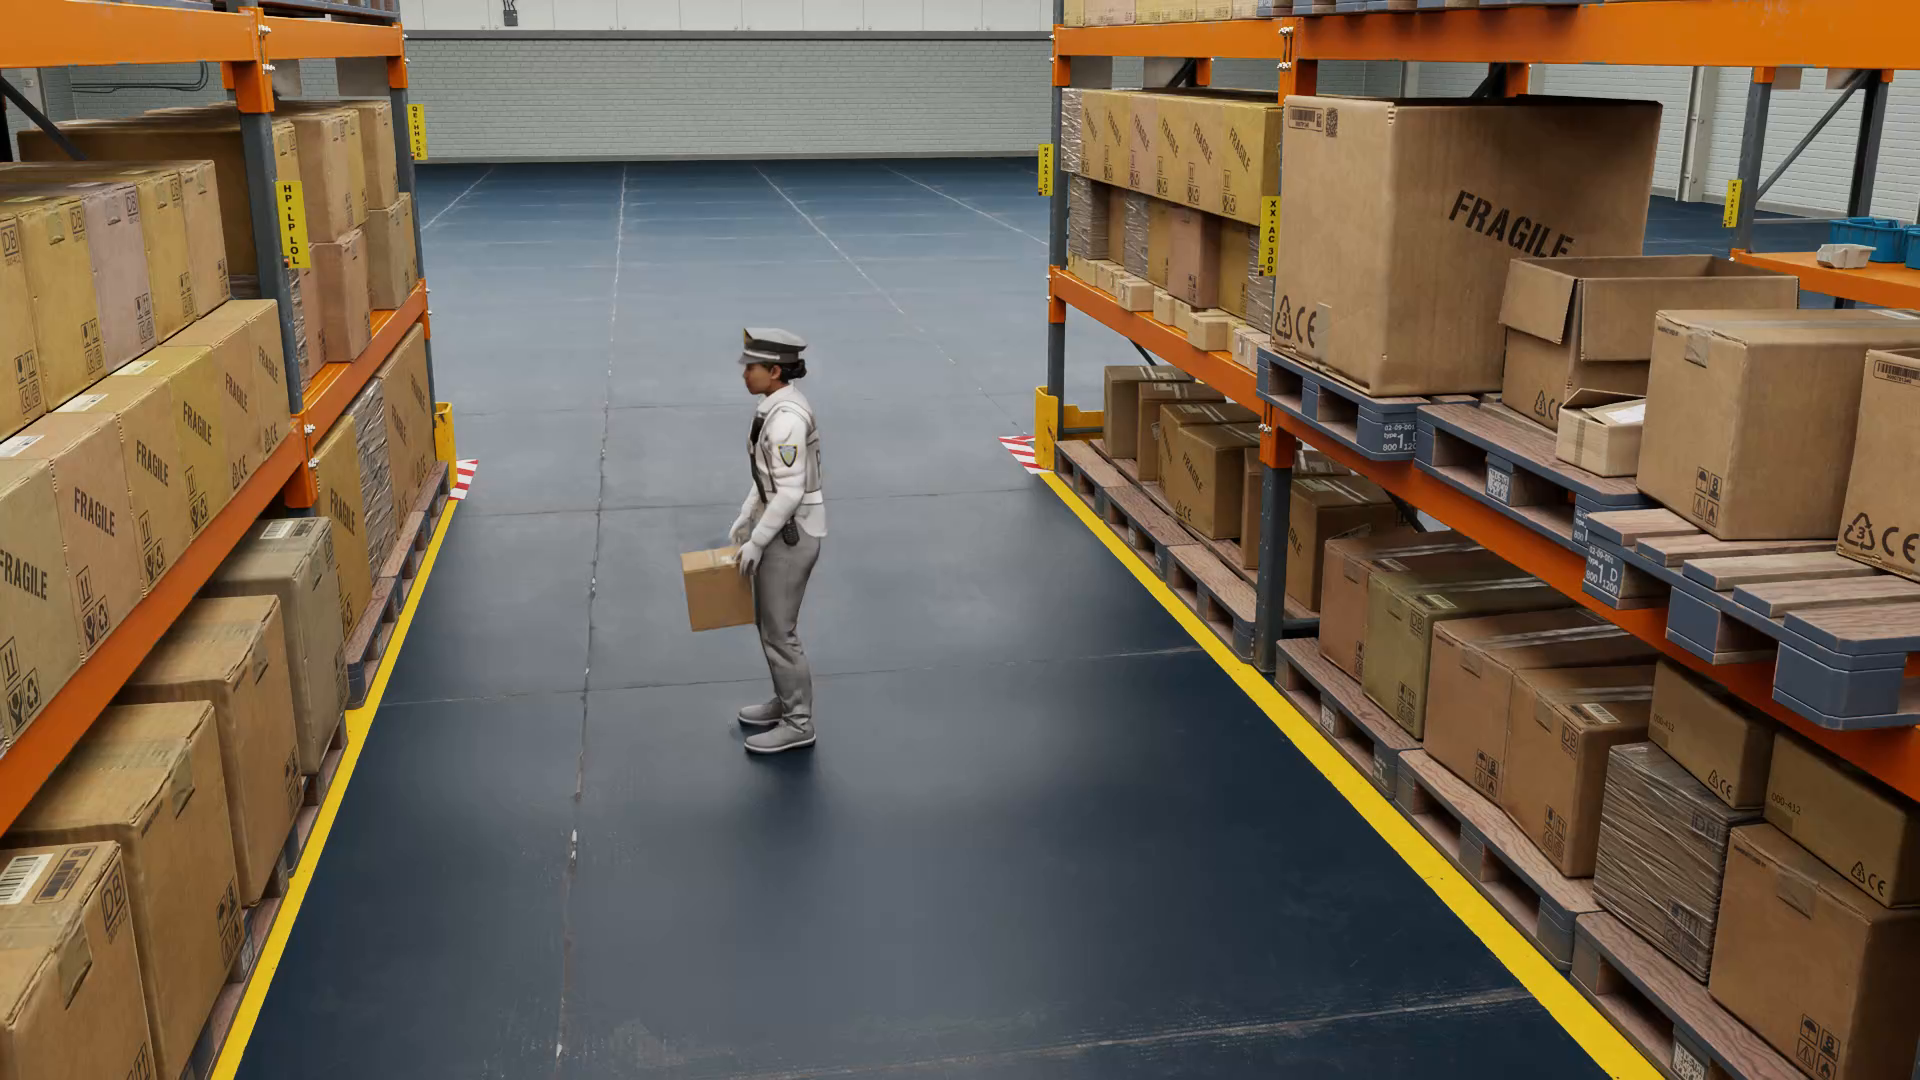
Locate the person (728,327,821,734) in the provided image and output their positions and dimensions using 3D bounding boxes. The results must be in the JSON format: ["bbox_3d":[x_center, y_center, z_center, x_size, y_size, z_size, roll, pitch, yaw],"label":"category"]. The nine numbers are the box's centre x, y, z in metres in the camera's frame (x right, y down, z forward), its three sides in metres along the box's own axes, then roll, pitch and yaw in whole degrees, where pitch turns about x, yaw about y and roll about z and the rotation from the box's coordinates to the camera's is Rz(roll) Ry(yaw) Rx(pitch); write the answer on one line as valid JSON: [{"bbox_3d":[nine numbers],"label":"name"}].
[{"bbox_3d":[-0.727,-0.037,6.518,0.343,1.616,0.428,-3,17,-12],"label":"person"}]
